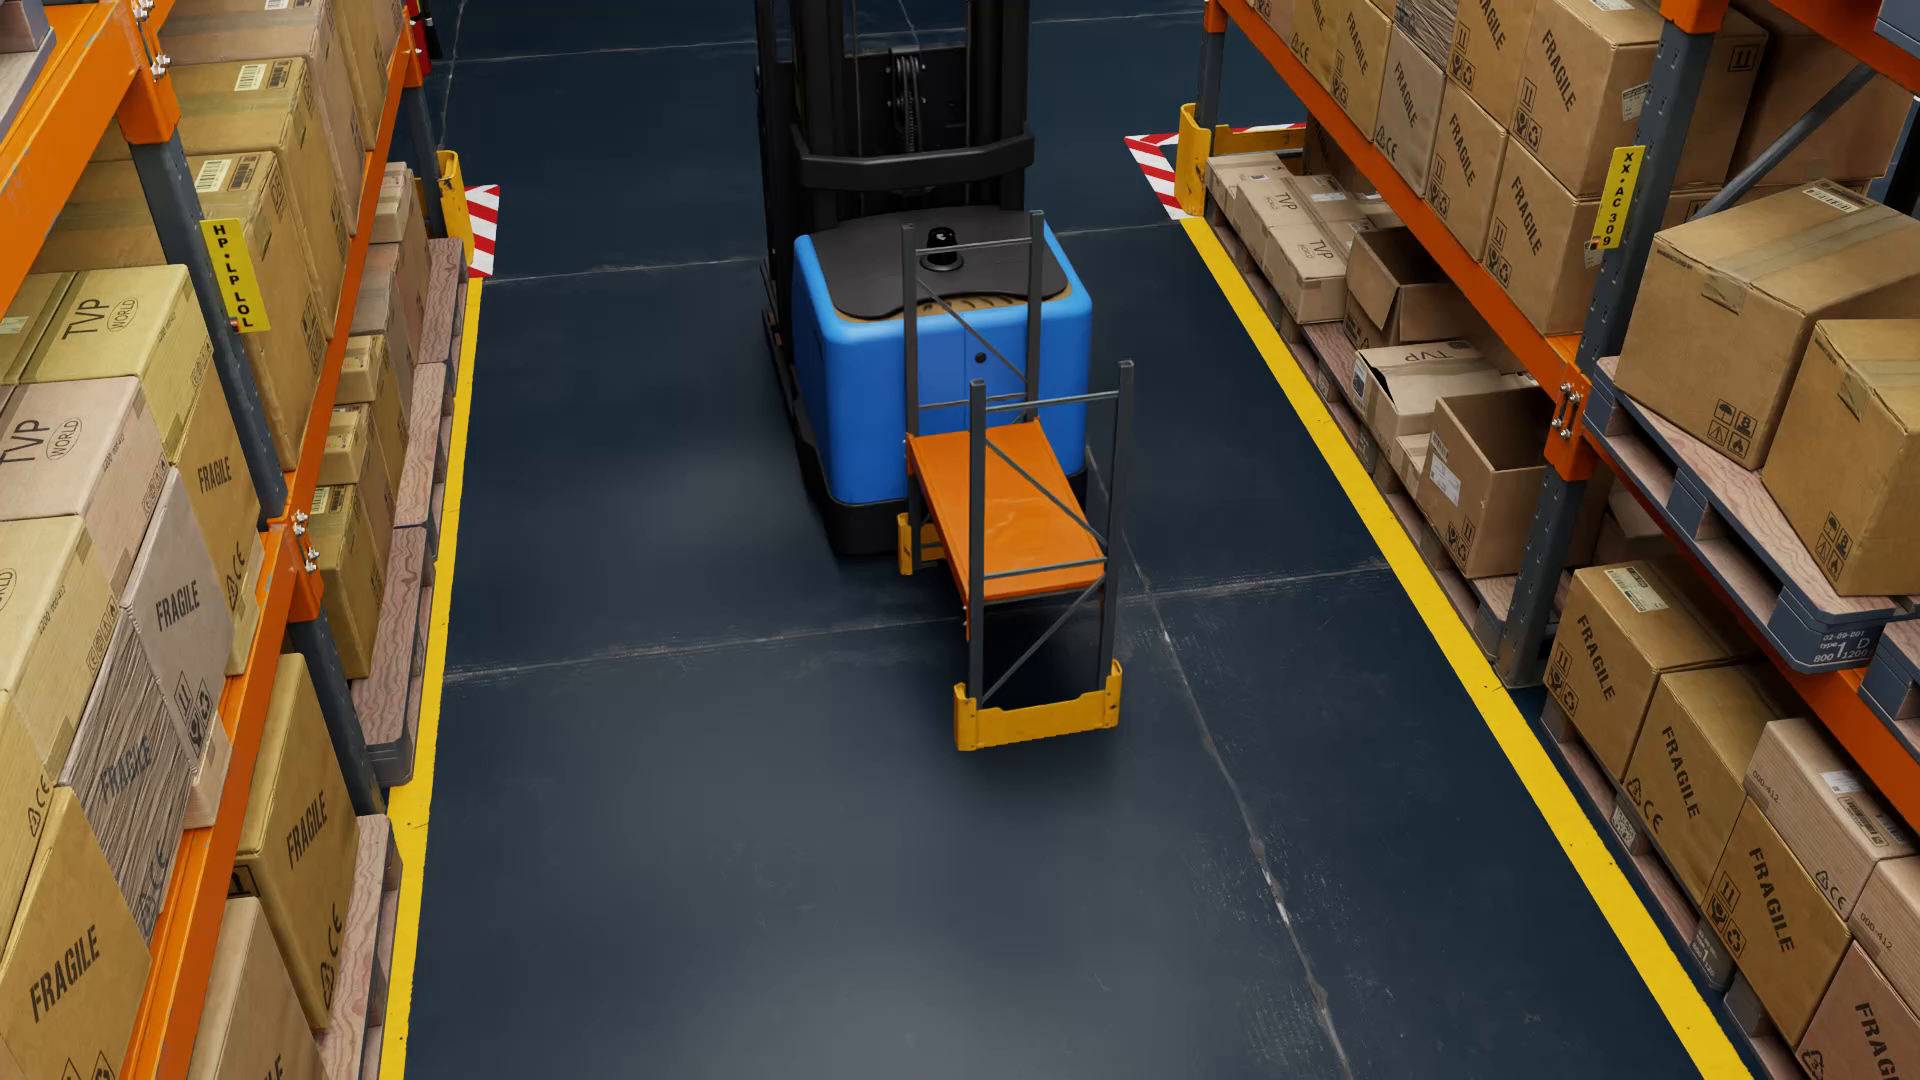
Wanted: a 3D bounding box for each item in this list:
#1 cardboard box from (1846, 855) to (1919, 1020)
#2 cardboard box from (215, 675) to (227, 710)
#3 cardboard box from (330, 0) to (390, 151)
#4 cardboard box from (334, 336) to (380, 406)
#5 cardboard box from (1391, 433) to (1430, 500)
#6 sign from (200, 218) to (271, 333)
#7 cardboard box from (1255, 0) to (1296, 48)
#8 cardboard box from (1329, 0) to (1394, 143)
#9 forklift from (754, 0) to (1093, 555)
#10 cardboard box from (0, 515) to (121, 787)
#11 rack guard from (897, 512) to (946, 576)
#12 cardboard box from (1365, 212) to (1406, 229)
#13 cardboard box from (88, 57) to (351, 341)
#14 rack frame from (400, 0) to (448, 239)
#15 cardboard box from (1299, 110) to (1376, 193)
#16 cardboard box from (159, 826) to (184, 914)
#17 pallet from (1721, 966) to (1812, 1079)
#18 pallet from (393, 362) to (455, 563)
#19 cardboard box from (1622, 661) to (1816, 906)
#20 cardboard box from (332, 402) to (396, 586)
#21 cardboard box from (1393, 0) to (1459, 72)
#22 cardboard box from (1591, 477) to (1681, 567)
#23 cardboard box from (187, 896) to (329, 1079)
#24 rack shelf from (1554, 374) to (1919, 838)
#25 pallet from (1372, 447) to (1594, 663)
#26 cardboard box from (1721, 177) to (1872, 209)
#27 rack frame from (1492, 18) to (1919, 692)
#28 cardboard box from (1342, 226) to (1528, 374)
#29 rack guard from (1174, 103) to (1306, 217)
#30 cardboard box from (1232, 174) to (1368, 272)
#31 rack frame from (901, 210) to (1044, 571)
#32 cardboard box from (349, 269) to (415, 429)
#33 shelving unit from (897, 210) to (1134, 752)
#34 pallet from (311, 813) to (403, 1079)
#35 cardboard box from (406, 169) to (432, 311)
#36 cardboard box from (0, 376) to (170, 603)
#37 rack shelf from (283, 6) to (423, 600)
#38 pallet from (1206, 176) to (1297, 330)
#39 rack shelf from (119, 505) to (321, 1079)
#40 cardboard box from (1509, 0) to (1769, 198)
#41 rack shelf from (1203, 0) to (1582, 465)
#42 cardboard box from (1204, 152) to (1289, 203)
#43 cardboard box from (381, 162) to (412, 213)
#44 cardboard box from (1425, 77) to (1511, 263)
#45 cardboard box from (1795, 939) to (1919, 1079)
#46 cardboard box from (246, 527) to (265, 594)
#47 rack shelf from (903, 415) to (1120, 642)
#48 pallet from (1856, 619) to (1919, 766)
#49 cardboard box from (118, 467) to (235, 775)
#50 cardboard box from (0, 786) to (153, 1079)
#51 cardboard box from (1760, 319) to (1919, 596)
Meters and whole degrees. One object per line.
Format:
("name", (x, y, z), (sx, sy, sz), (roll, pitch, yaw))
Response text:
("cardboard box", (2.576, 1.017, 4.063), (0.500, 0.250, 0.500), (-7, 38, -9))
("cardboard box", (-2.002, 0.386, 3.997), (0.380, 0.149, 0.250), (-5, 38, -7))
("cardboard box", (-2.872, -1.979, 6.608), (0.980, 0.700, 0.700), (-7, 38, -8))
("cardboard box", (-2.411, -0.629, 6.282), (0.380, 0.149, 0.250), (-7, 38, -9))
("cardboard box", (1.963, -0.307, 6.665), (0.380, 0.149, 0.250), (-6, 38, -8))
("sign", (-1.876, -0.680, 4.302), (0.100, 0.325, 0.005), (-6, 38, -8))
("cardboard box", (1.680, -2.573, 7.536), (0.500, 0.500, 0.500), (-7, 38, -8))
("cardboard box", (1.851, -1.968, 6.756), (0.500, 0.500, 0.500), (-6, 38, -7))
("forklift", (-0.320, -2.007, 6.944), (1.130, 2.935, 3.031), (-8, 39, -10))
("cardboard box", (-1.906, 0.221, 3.068), (0.500, 0.250, 0.500), (-6, 38, -7))
("rack guard", (0.046, -0.018, 6.569), (0.587, 0.250, 0.087), (-8, 39, -10))
("cardboard box", (2.241, -1.350, 7.926), (0.500, 0.250, 0.500), (-6, 38, -8))
("cardboard box", (-2.611, -1.079, 5.450), (0.980, 0.700, 0.700), (-7, 38, -9))
("rack frame", (-3.110, -2.606, 7.660), (1.000, 3.000, 0.127), (-6, 38, -8))
("cardboard box", (2.104, -2.026, 8.592), (0.500, 0.500, 0.500), (-6, 38, -8))
("cardboard box", (-1.921, 0.694, 3.600), (0.380, 0.149, 0.250), (-6, 38, -8))
("pallet", (2.864, 1.602, 4.516), (1.003, 0.211, 1.213), (-6, 38, -8))
("pallet", (-2.682, -0.295, 6.958), (1.003, 0.211, 1.213), (-6, 38, -8))
("cardboard box", (2.417, 0.728, 5.047), (0.500, 0.500, 0.500), (-6, 38, -7))
("cardboard box", (-2.524, -0.135, 6.174), (0.700, 0.500, 0.500), (-7, 38, -8))
("cardboard box", (1.943, -2.051, 6.048), (0.500, 0.500, 0.500), (-6, 38, -8))
("cardboard box", (2.607, -0.114, 6.285), (0.500, 0.311, 0.500), (-6, 38, -8))
("cardboard box", (-2.008, 1.408, 3.902), (0.750, 0.750, 0.750), (-5, 38, -7))
("rack shelf", (2.818, 0.767, 3.904), (1.077, 0.370, 4.000), (-6, 38, -8))
("pallet", (2.348, -0.039, 6.628), (1.003, 0.211, 1.213), (-6, 38, -8))
("cardboard box", (2.646, -1.102, 5.642), (0.500, 0.500, 0.500), (-5, 38, -7))
("rack frame", (2.467, -0.725, 5.238), (1.000, 3.000, 0.127), (-6, 38, -8))
("cardboard box", (2.133, -1.047, 7.329), (0.797, 0.503, 0.637), (-6, 38, -8))
("rack guard", (1.779, -2.108, 9.056), (1.175, 0.500, 0.348), (-6, 38, -8))
("cardboard box", (1.670, -1.568, 8.206), (0.500, 0.250, 0.500), (-6, 38, -8))
("rack frame", (0.046, -0.512, 6.187), (0.500, 1.500, 0.032), (-8, 39, -10))
("cardboard box", (-2.712, -0.767, 6.987), (0.700, 0.500, 0.500), (-7, 38, -9))
("shelving unit", (0.159, -0.214, 5.803), (0.587, 1.500, 1.083), (-8, 39, -10))
("pallet", (-2.199, 1.369, 4.816), (1.003, 0.211, 1.213), (-6, 38, -8))
("cardboard box", (-2.889, -1.373, 7.767), (0.700, 0.500, 0.500), (-6, 38, -8))
("cardboard box", (-1.995, -0.087, 3.465), (0.500, 0.250, 0.500), (-5, 38, -7))
("rack shelf", (-2.760, -1.114, 6.325), (1.077, 0.370, 4.000), (-6, 38, -8))
("pallet", (1.920, -1.513, 8.525), (1.003, 0.211, 1.213), (-6, 38, -8))
("rack shelf", (-2.058, 1.302, 3.216), (1.077, 0.370, 4.000), (-6, 38, -8))
("cardboard box", (2.124, -1.437, 5.258), (0.500, 0.500, 0.500), (-6, 38, -8))
("rack shelf", (2.117, -1.649, 7.014), (1.077, 0.370, 4.000), (-6, 38, -8))
("cardboard box", (1.501, -1.899, 8.715), (0.380, 0.149, 0.250), (-6, 38, -8))
("cardboard box", (-2.687, -1.571, 7.494), (0.380, 0.149, 0.250), (-7, 38, -8))
("cardboard box", (2.035, -1.350, 5.962), (0.500, 0.500, 0.500), (-5, 38, -7))
("cardboard box", (2.585, 1.336, 4.265), (0.500, 0.500, 0.500), (-8, 38, -10))
("cardboard box", (-2.071, 0.075, 4.397), (0.380, 0.149, 0.250), (-6, 38, -8))
("rack shelf", (0.161, -0.066, 5.906), (0.538, 0.185, 1.000), (-8, 39, -10))
("pallet", (2.823, 0.592, 3.699), (1.003, 0.211, 1.213), (-6, 38, -8))
("cardboard box", (-1.981, 0.204, 3.702), (0.500, 0.500, 0.500), (-6, 38, -8))
("cardboard box", (-1.808, 0.809, 2.923), (0.500, 0.500, 0.500), (-5, 38, -7))
("cardboard box", (2.513, -0.212, 4.154), (0.700, 0.500, 0.500), (-1, 38, -1))
